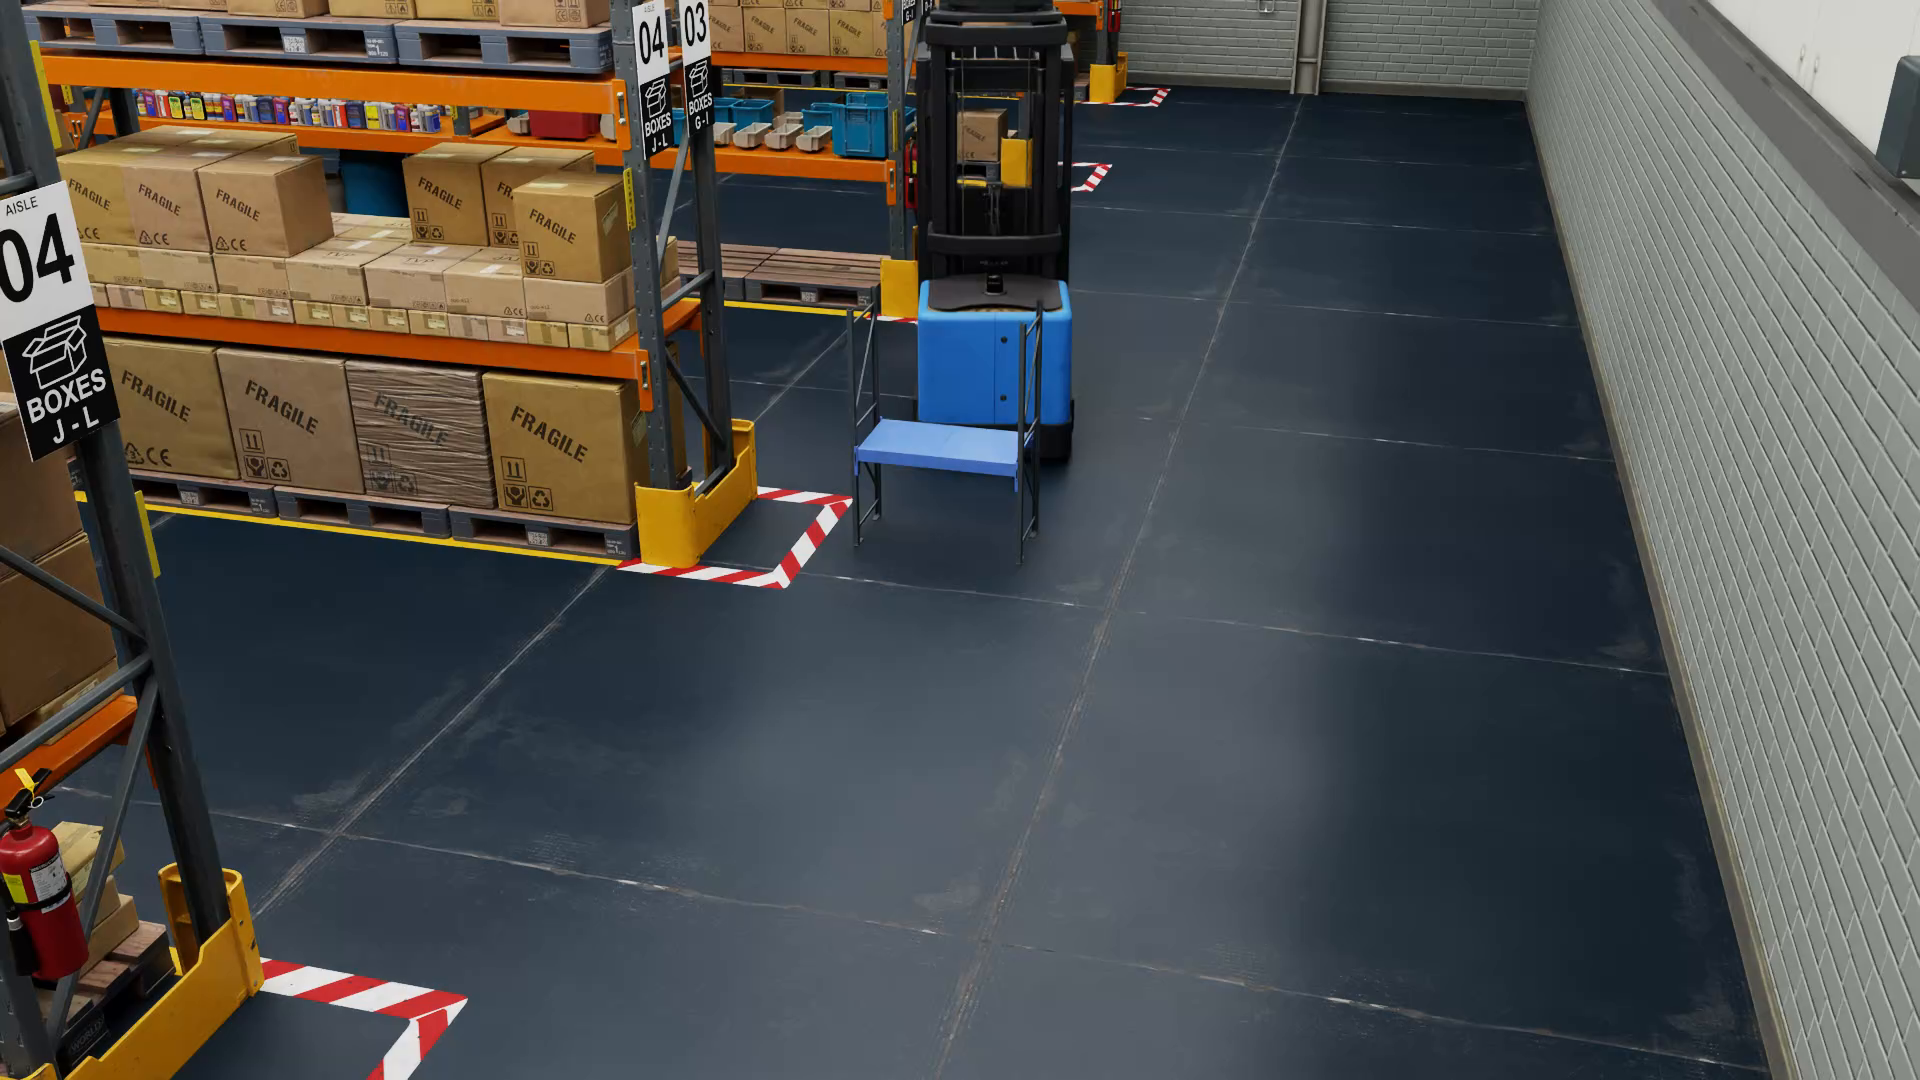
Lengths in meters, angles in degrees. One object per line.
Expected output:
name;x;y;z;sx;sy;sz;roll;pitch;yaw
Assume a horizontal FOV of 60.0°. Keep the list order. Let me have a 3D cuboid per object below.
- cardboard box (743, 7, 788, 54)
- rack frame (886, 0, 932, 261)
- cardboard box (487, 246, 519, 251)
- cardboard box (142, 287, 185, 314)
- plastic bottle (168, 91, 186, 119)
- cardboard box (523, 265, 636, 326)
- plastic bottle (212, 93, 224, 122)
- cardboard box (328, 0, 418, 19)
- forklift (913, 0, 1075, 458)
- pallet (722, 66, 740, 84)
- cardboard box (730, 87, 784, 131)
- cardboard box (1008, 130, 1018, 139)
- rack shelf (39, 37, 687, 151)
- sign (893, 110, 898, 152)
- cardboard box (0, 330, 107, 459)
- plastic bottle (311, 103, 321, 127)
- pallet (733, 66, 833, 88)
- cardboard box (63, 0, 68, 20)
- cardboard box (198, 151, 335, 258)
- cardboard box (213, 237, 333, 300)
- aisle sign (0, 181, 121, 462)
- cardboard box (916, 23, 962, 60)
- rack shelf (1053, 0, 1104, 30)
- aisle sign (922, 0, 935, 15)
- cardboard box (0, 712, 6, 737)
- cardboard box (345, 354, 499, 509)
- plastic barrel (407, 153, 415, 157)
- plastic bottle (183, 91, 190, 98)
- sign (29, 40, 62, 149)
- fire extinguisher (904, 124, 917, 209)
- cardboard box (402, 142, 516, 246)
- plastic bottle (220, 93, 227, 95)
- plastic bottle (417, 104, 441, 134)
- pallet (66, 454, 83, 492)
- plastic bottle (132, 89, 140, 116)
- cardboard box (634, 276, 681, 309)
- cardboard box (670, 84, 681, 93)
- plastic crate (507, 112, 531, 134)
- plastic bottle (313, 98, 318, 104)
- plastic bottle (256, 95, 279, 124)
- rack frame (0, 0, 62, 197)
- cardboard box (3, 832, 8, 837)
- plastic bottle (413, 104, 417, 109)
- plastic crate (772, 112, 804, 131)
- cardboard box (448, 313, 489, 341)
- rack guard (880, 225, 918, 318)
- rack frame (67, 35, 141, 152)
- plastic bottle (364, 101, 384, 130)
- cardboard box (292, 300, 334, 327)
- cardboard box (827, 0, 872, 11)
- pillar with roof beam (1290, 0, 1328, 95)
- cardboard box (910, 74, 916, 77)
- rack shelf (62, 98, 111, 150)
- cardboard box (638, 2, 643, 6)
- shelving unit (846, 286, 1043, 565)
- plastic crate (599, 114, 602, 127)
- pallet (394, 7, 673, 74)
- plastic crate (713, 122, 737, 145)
cardboard box;-2.121;-5.818;18.864;0.500;0.500;0.500;7;26;14
rack frame;-0.407;-3.504;14.121;0.127;3.000;1.000;6;26;13
cardboard box;-2.543;-1.725;10.213;0.500;0.250;0.500;6;26;12
cardboard box;-4.801;-1.531;10.268;0.250;0.149;0.380;7;26;15
plastic bottle;-7.250;-4.044;15.391;0.133;0.283;0.061;6;26;13
cardboard box;-2.176;-1.450;9.635;0.500;0.250;0.500;6;26;12
plastic bottle;-6.816;-3.999;15.310;0.097;0.271;0.097;0;25;0
cardboard box;-3.185;-3.255;9.388;0.500;0.500;0.700;5;26;9
forklift;0.242;-2.466;12.020;1.130;2.935;3.031;0;25;0
pallet;-3.765;-6.979;24.663;1.213;0.211;1.003;6;26;13
cardboard box;-2.421;-5.121;19.914;0.500;0.500;0.500;6;26;13
cardboard box;0.510;-4.665;19.364;0.250;0.149;0.380;6;26;13
rack shelf;-3.577;-2.686;9.749;4.000;0.370;1.077;6;26;13
sign;-0.528;-3.347;13.601;0.005;0.325;0.100;6;26;13
cardboard box;-6.139;-1.161;11.182;0.875;0.875;1.225;6;26;13
plastic bottle;-5.835;-3.859;15.097;0.097;0.201;0.097;0;25;0
pallet;-2.580;-6.849;24.390;1.213;0.211;1.003;6;26;13
cardboard box;-11.223;-6.941;21.223;0.500;0.500;0.700;6;26;12
cardboard box;-4.134;-2.008;9.935;0.500;0.500;0.500;5;26;11
cardboard box;-4.141;-1.669;10.095;0.500;0.250;0.500;7;26;14
aisle sign;-2.828;-0.679;5.162;0.004;0.787;0.394;6;26;13
cardboard box;-0.175;-5.600;18.406;0.500;0.500;0.500;7;26;13
rack shelf;0.123;-7.518;23.388;4.000;0.370;1.077;6;26;13
aisle sign;-0.263;-4.794;13.806;0.004;0.787;0.394;6;26;13
cardboard box;-3.473;0.492;5.266;0.500;0.500;0.500;7;26;14
cardboard box;-3.162;-0.805;10.435;0.875;0.875;0.875;6;26;13
plastic barrel;-4.804;-3.240;15.518;0.708;0.901;0.600;6;26;13
plastic bottle;-7.550;-4.385;16.203;0.097;0.201;0.097;0;25;0
sign;-2.839;-1.363;5.117;0.005;0.325;0.100;6;26;13
fire extinguisher;-0.374;-3.096;13.786;0.183;0.674;0.296;6;26;13
cardboard box;-3.026;-2.118;10.164;0.500;0.500;0.500;6;26;12
plastic bottle;-7.138;-4.371;16.092;0.097;0.271;0.097;0;25;0
plastic bottle;-4.743;-3.784;14.853;0.135;0.276;0.152;6;26;13
pallet;-6.281;-0.663;11.396;1.213;0.211;1.003;6;26;13
plastic bottle;-7.711;-4.098;15.517;0.097;0.271;0.097;0;25;0
cardboard box;-1.902;-1.504;10.212;0.250;0.149;0.380;7;26;14
cardboard box;-3.451;-5.217;20.115;0.500;0.500;0.500;5;26;11
plastic crate;-3.866;-3.731;14.834;0.243;0.136;0.396;6;26;13
plastic bottle;-5.927;-3.968;15.245;0.097;0.271;0.097;0;25;0
plastic bottle;-6.319;-3.990;15.199;0.185;0.351;0.144;6;26;13
rack frame;-2.974;-2.097;4.186;0.127;3.000;1.000;6;26;13
cardboard box;-3.693;1.264;6.242;0.250;0.149;0.380;7;26;14
plastic bottle;-5.094;-4.145;15.617;0.097;0.271;0.097;0;25;0
plastic crate;-1.511;-3.717;14.805;0.298;0.136;0.250;6;26;13
cardboard box;-2.805;-1.311;9.807;0.250;0.149;0.380;7;26;14
rack guard;-0.380;-2.378;14.664;0.348;0.500;1.175;6;26;13
rack frame;-5.514;-1.870;10.689;0.127;3.000;1.000;6;26;13
plastic bottle;-5.253;-3.872;14.951;0.185;0.351;0.144;6;26;13
cardboard box;-3.801;-1.421;10.037;0.250;0.149;0.380;6;26;11
cardboard box;-1.159;-6.158;18.415;0.500;0.500;0.500;7;26;15
pillar with roof beam;3.819;-8.616;17.879;0.400;9.000;9.100;6;26;13
cardboard box;-0.629;-6.940;23.757;0.500;0.500;0.700;6;26;12
rack shelf;-10.092;-4.250;16.524;4.000;0.370;1.077;6;26;13
cardboard box;-4.128;-6.420;19.640;0.500;0.500;0.700;11;27;21
shelving unit;-0.083;-0.686;9.947;1.048;1.500;0.538;6;26;13
plastic crate;-3.130;-3.827;15.050;0.590;0.125;0.437;6;26;13
pallet;-2.362;-2.832;9.322;1.213;0.211;1.003;6;26;13
plastic crate;-2.086;-3.505;14.359;0.250;0.136;0.298;6;26;13
